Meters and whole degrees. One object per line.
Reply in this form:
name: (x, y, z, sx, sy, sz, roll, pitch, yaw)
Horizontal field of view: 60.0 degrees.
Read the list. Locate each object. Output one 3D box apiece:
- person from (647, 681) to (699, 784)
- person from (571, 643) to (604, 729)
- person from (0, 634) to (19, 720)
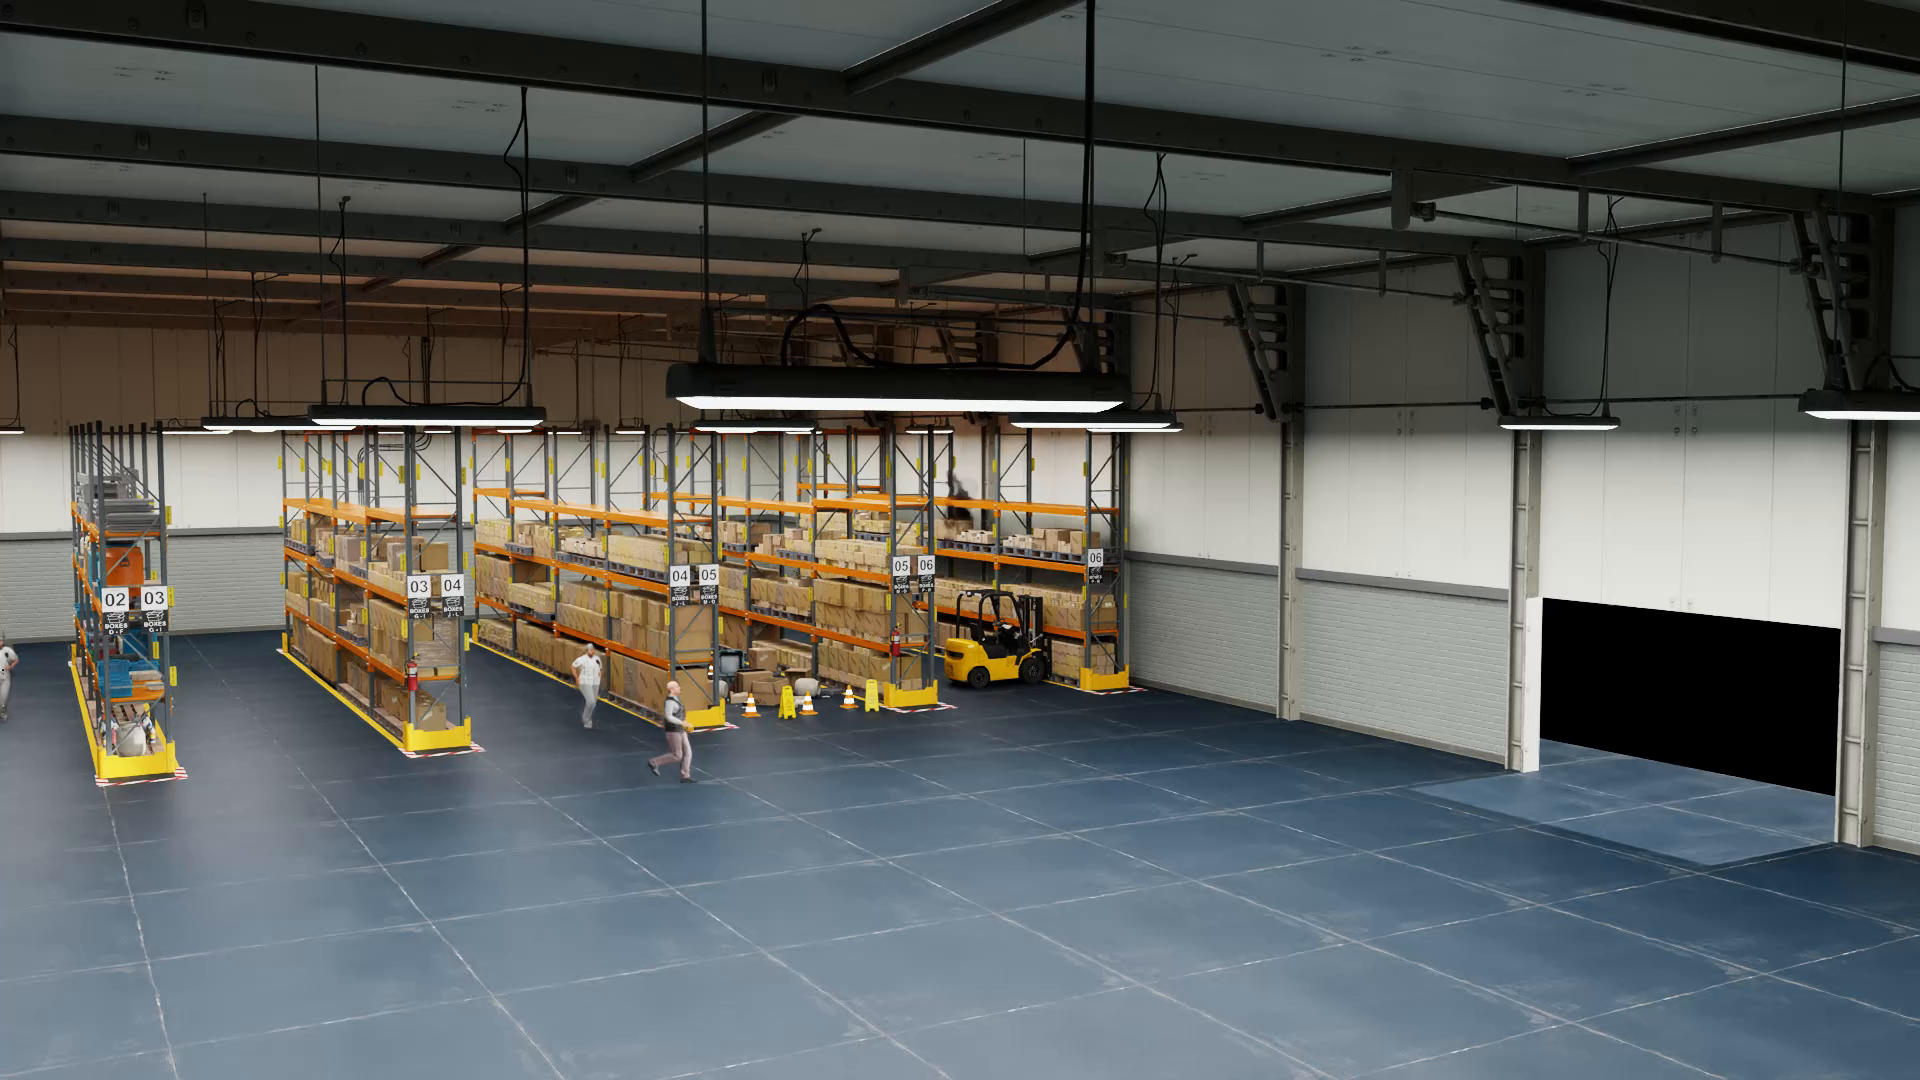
person: (-4.740, 3.183, 27.455, 0.831, 1.707, 0.670, 0, 4, 0)
person: (-7.293, 2.884, 32.795, 0.580, 1.705, 0.666, -4, 5, -45)
person: (-19.403, 2.768, 33.595, 0.710, 1.757, 0.563, -2, 4, -29)
